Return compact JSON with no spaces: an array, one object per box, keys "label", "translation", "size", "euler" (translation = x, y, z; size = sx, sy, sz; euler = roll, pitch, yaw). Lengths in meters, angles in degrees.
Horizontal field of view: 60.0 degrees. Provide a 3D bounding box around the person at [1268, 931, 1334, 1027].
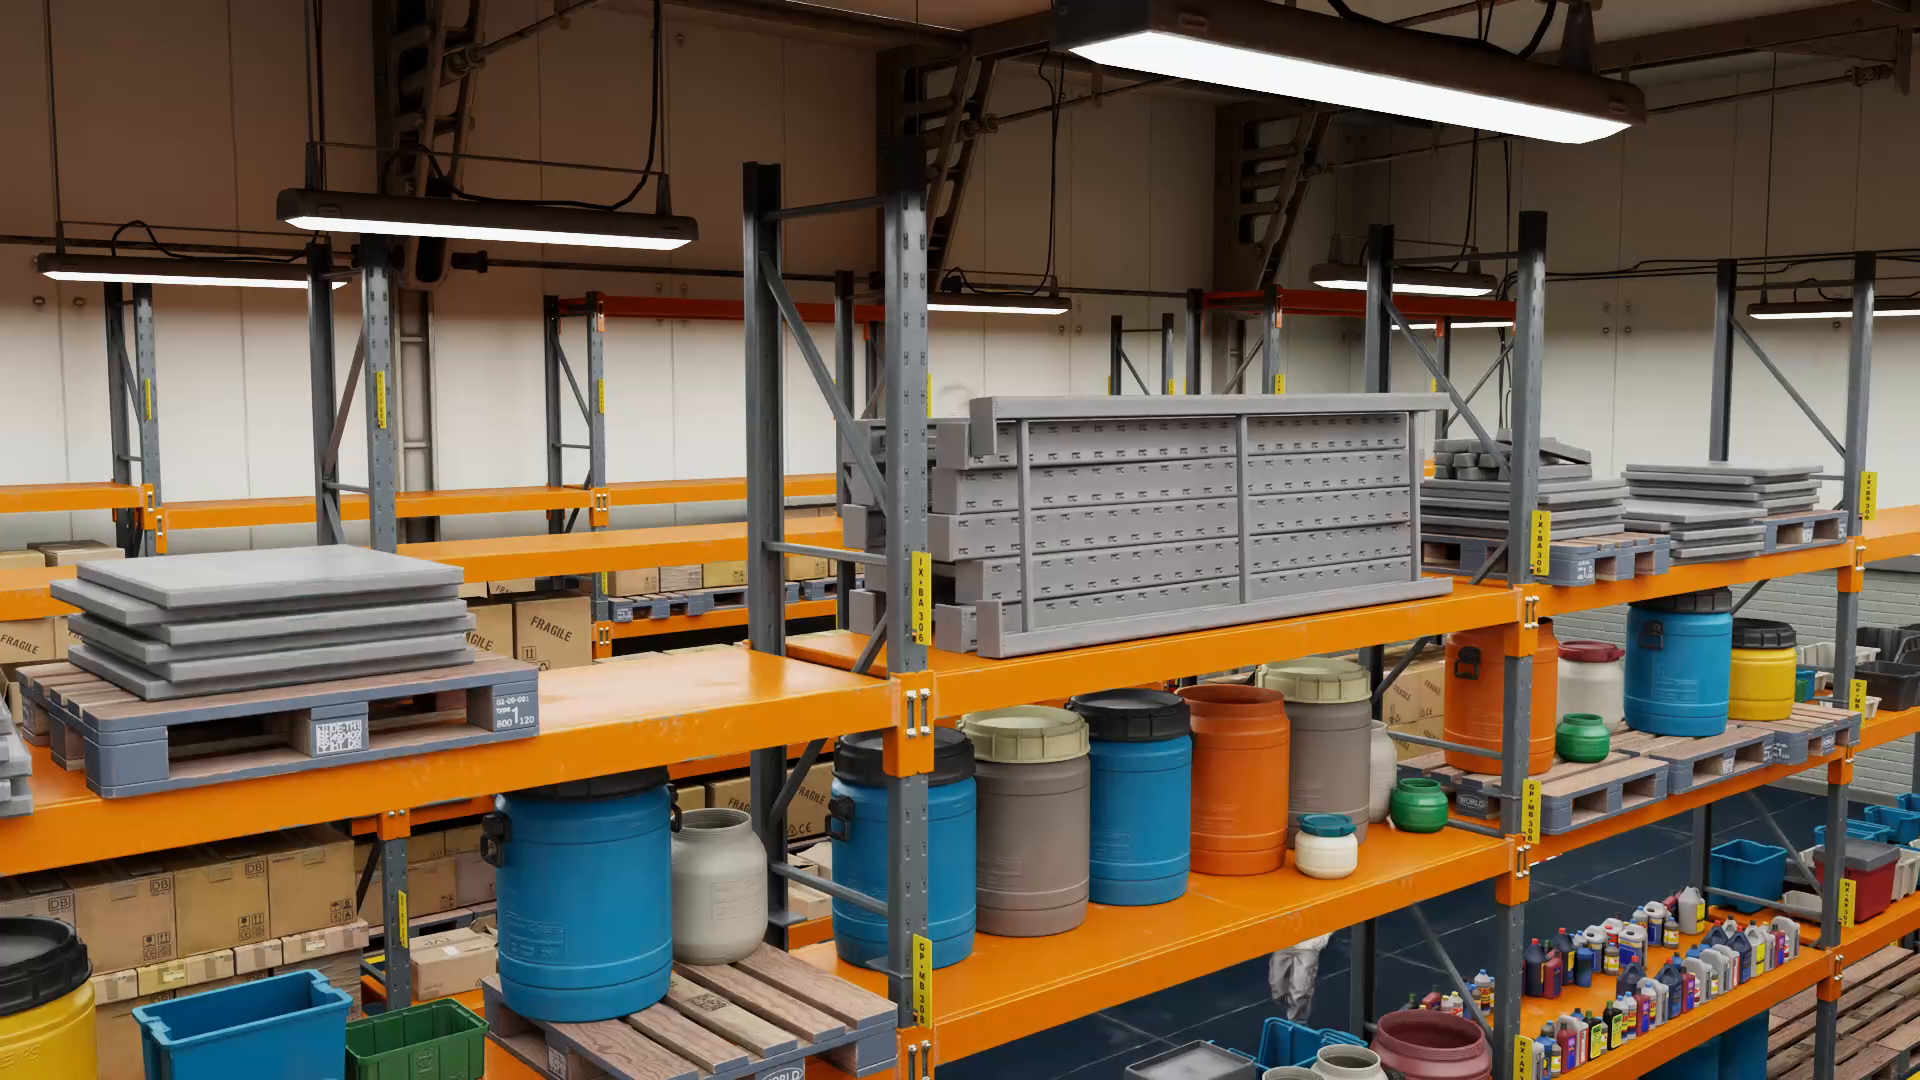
[{"label":"person","translation":[2.622,3.078,12.718],"size":[0.680,1.743,0.723],"euler":[4,7,35]}]
